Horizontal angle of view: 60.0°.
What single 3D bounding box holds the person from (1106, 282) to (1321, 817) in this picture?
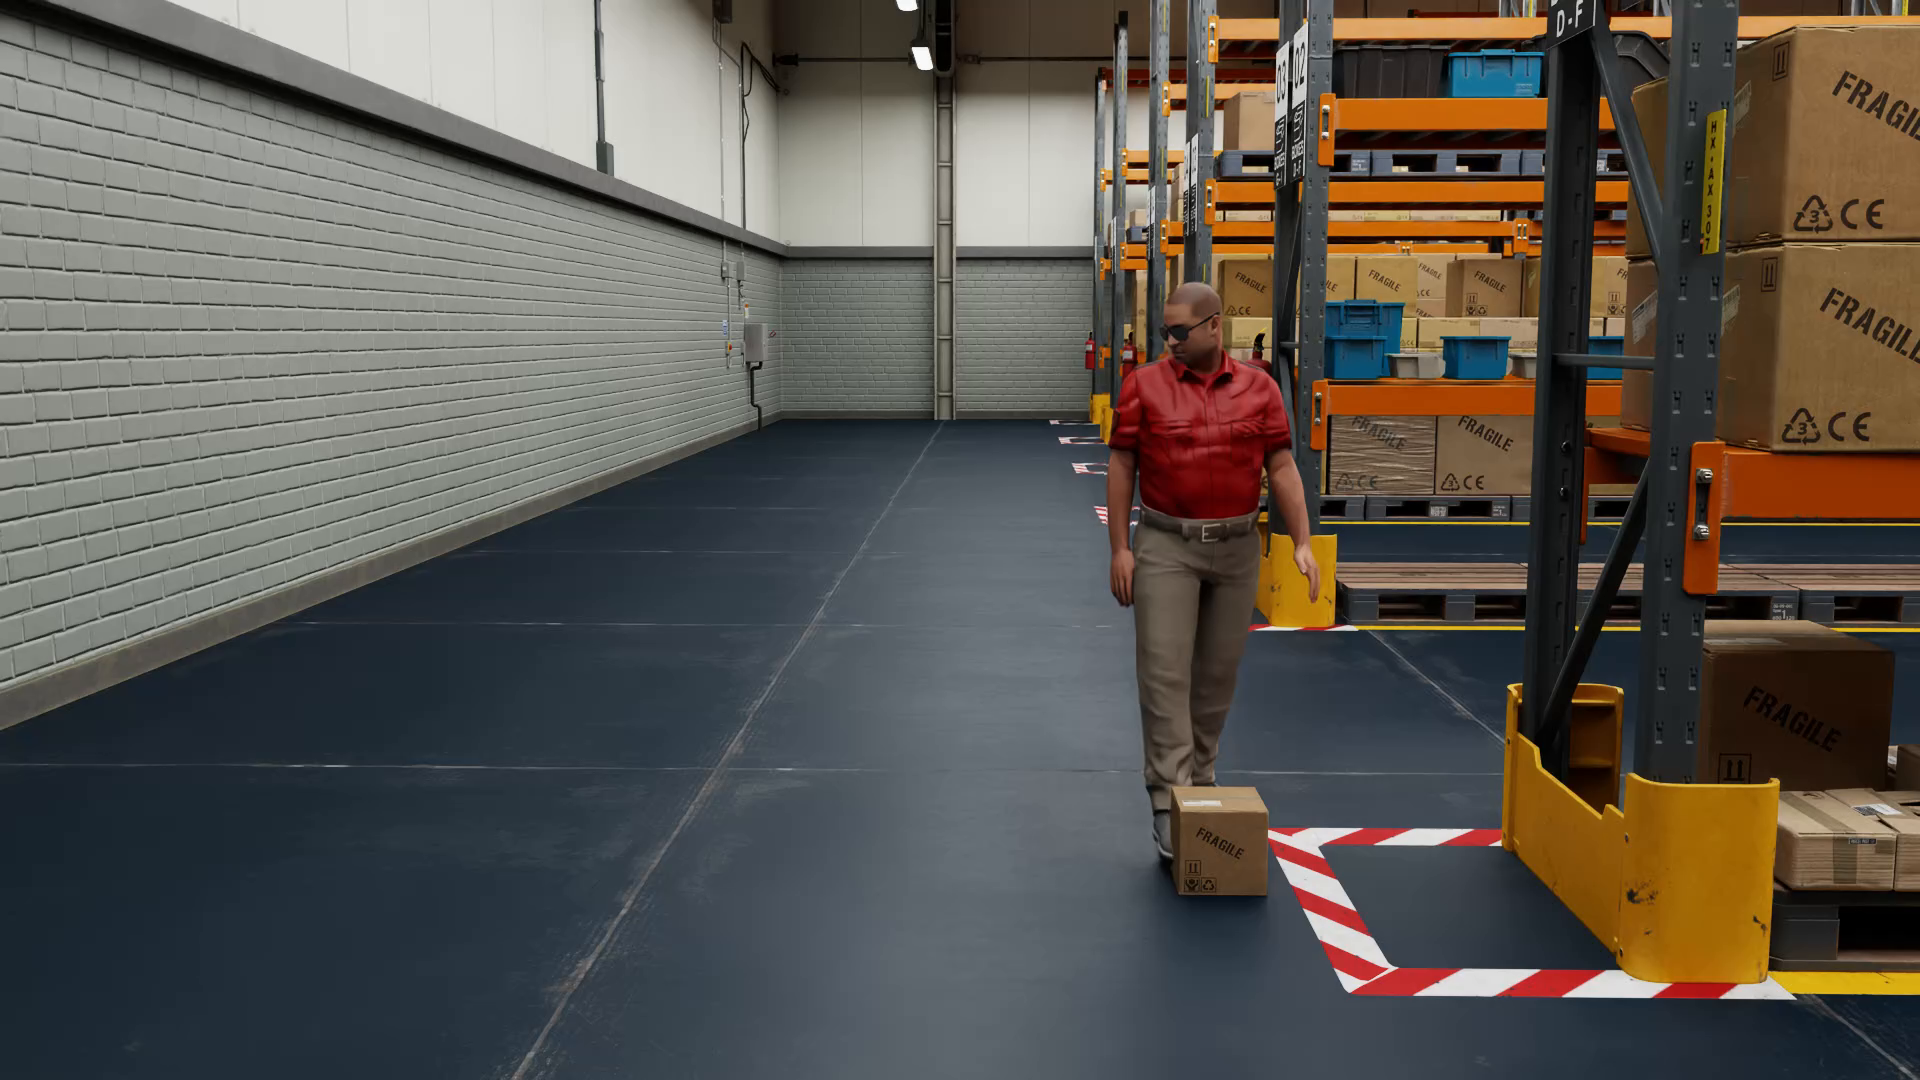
[{"bbox_3d":[0.775,0.026,5.197,0.594,1.646,0.533,-2,7,-13],"label":"person"}]
